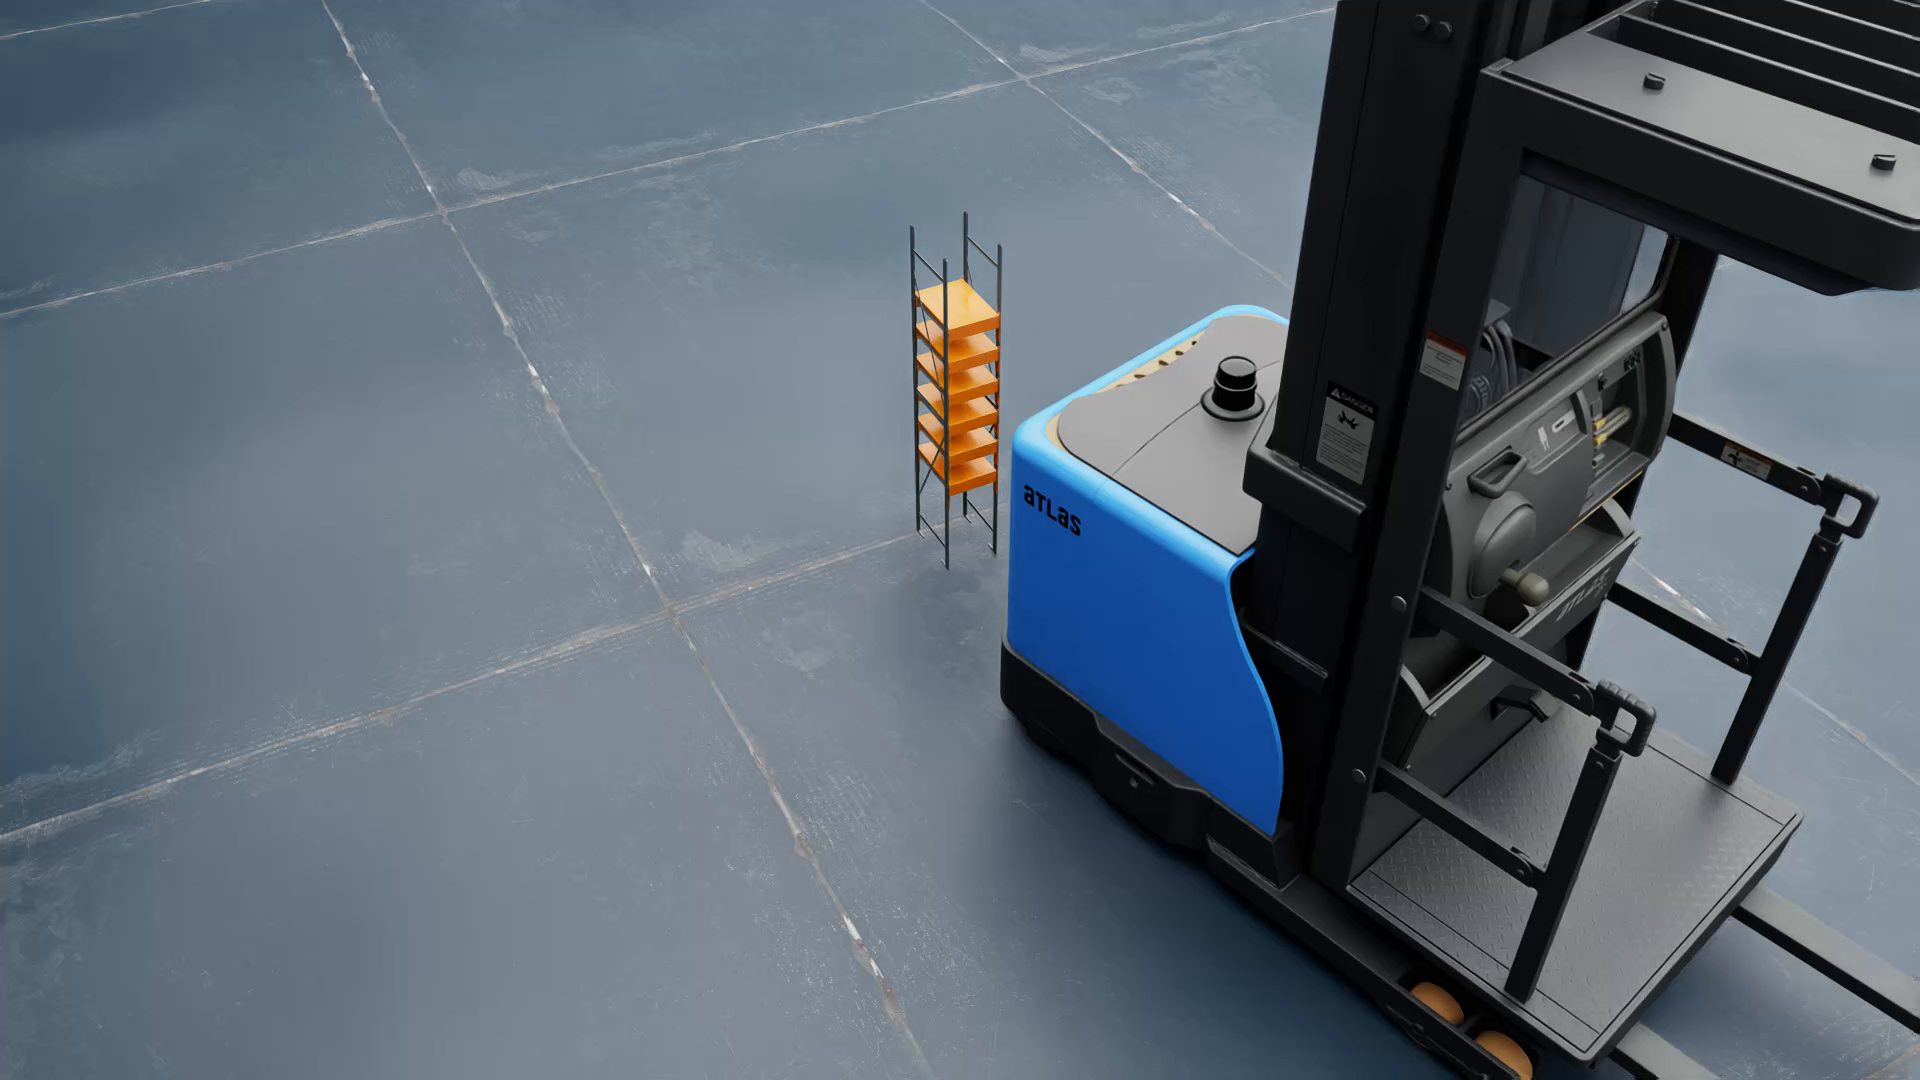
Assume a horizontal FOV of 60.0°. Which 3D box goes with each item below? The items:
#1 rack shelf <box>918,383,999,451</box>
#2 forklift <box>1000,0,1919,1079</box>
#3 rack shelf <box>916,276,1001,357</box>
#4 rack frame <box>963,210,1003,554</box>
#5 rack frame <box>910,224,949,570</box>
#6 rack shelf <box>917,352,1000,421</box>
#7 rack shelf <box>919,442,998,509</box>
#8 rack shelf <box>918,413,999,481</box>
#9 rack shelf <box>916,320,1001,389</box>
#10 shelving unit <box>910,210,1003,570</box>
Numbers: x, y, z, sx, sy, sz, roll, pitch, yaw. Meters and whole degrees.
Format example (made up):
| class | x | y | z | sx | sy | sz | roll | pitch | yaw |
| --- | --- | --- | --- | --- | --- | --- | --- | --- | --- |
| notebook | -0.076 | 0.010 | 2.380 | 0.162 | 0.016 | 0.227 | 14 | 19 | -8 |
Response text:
| class | x | y | z | sx | sy | sz | roll | pitch | yaw |
| --- | --- | --- | --- | --- | --- | --- | --- | --- | --- |
| rack shelf | -0.013 | -0.420 | 5.386 | 0.180 | 0.103 | 0.258 | -19 | 44 | -21 |
| forklift | 1.496 | -0.116 | 3.619 | 1.130 | 2.935 | 3.031 | -31 | 49 | -31 |
| rack shelf | -0.013 | -0.694 | 5.153 | 0.180 | 0.103 | 0.258 | -19 | 44 | -21 |
| rack frame | 0.068 | -0.481 | 5.390 | 0.006 | 1.200 | 0.240 | -19 | 44 | -21 |
| rack frame | -0.094 | -0.426 | 5.325 | 0.006 | 1.200 | 0.240 | -19 | 44 | -21 |
| rack shelf | -0.013 | -0.511 | 5.308 | 0.180 | 0.103 | 0.258 | -19 | 44 | -21 |
| rack shelf | -0.013 | -0.237 | 5.541 | 0.180 | 0.103 | 0.258 | -19 | 44 | -21 |
| rack shelf | -0.013 | -0.328 | 5.463 | 0.180 | 0.103 | 0.258 | -19 | 44 | -21 |
| rack shelf | -0.013 | -0.603 | 5.231 | 0.180 | 0.103 | 0.258 | -19 | 44 | -21 |
| shelving unit | -0.013 | -0.454 | 5.357 | 0.189 | 1.200 | 0.258 | -19 | 44 | -21 |
